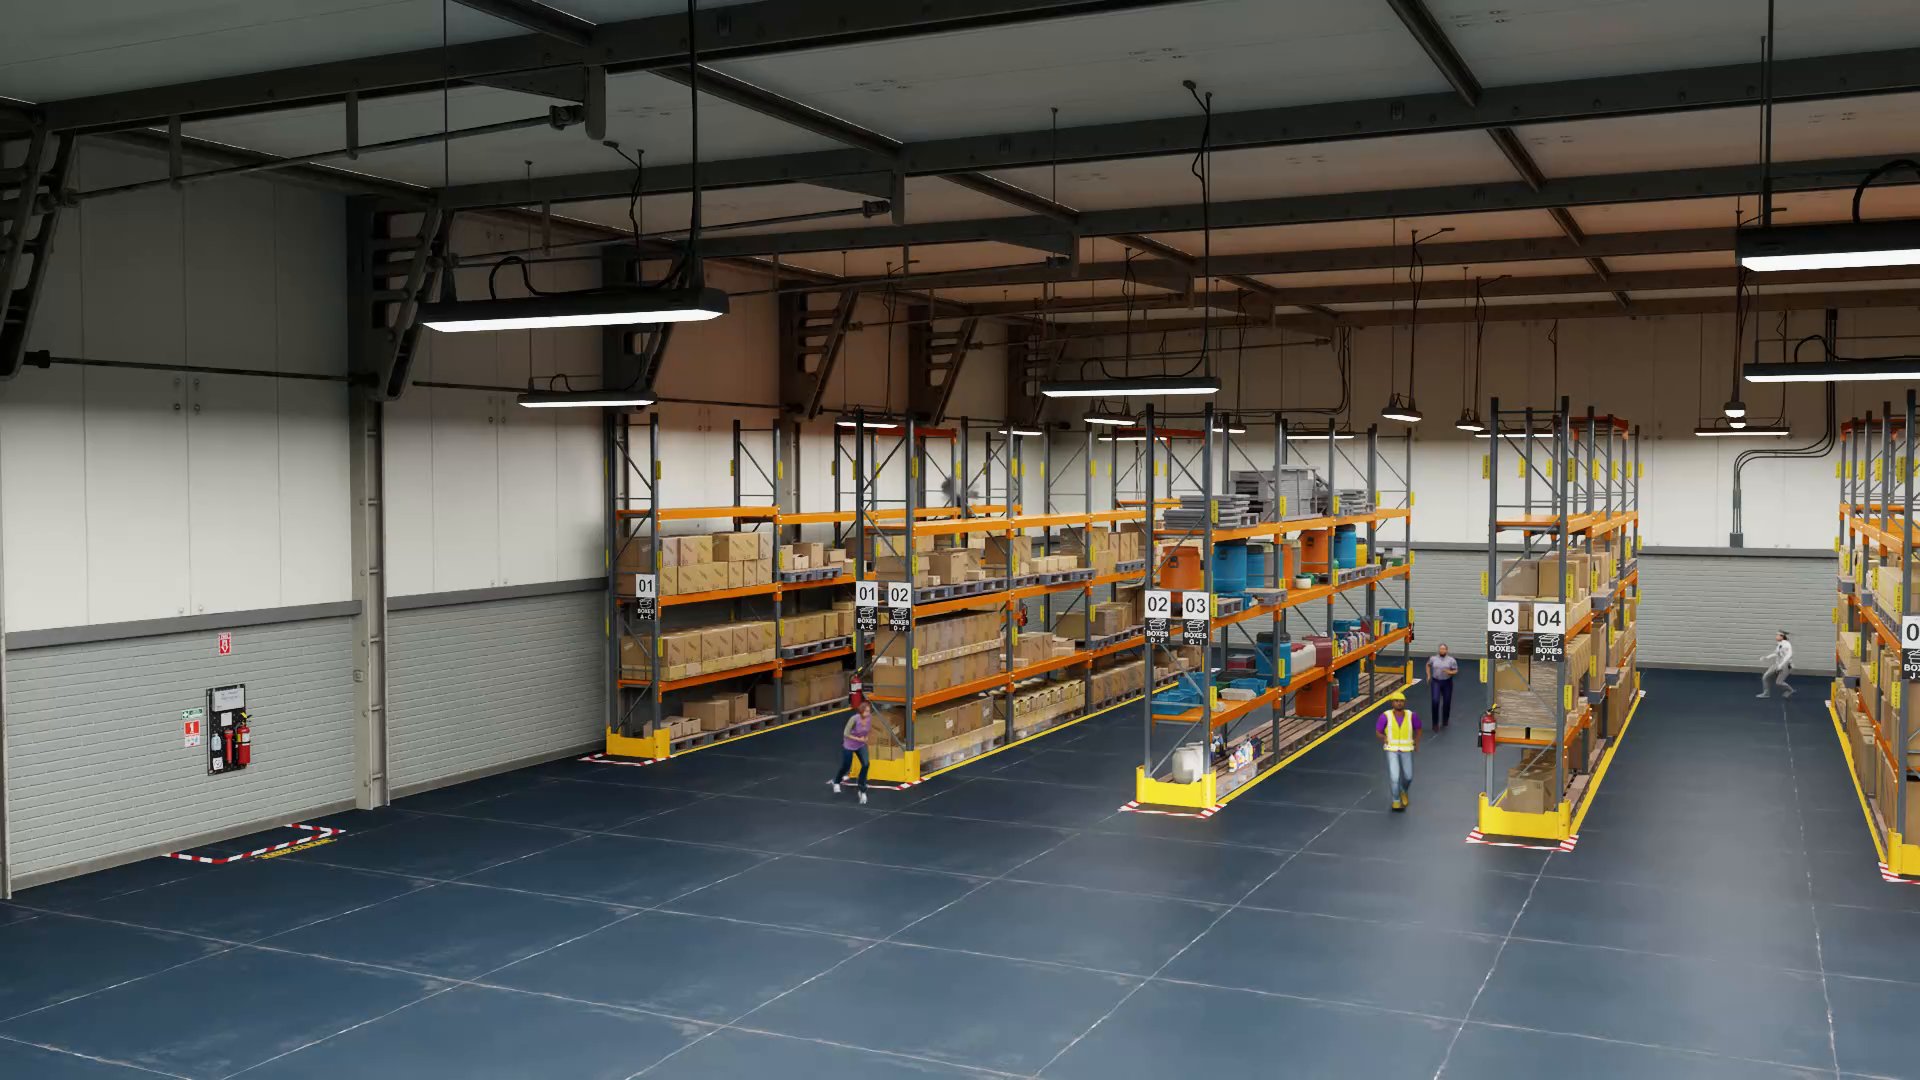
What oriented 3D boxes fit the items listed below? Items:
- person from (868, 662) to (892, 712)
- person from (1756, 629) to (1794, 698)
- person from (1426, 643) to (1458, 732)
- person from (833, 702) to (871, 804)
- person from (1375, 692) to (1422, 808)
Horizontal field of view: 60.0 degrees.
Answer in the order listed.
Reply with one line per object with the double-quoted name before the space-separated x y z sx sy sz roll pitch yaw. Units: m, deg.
"person" -1.392 2.819 31.190 0.676 1.825 0.769 1 3 20
"person" 17.855 2.702 36.218 0.671 1.532 0.734 0 2 -9
"person" 9.274 2.840 32.005 0.582 1.714 0.759 1 2 14
"person" -1.631 3.201 25.280 0.580 1.550 0.907 -2 3 -40
"person" 6.458 3.100 24.429 0.688 1.721 0.582 0 2 10
